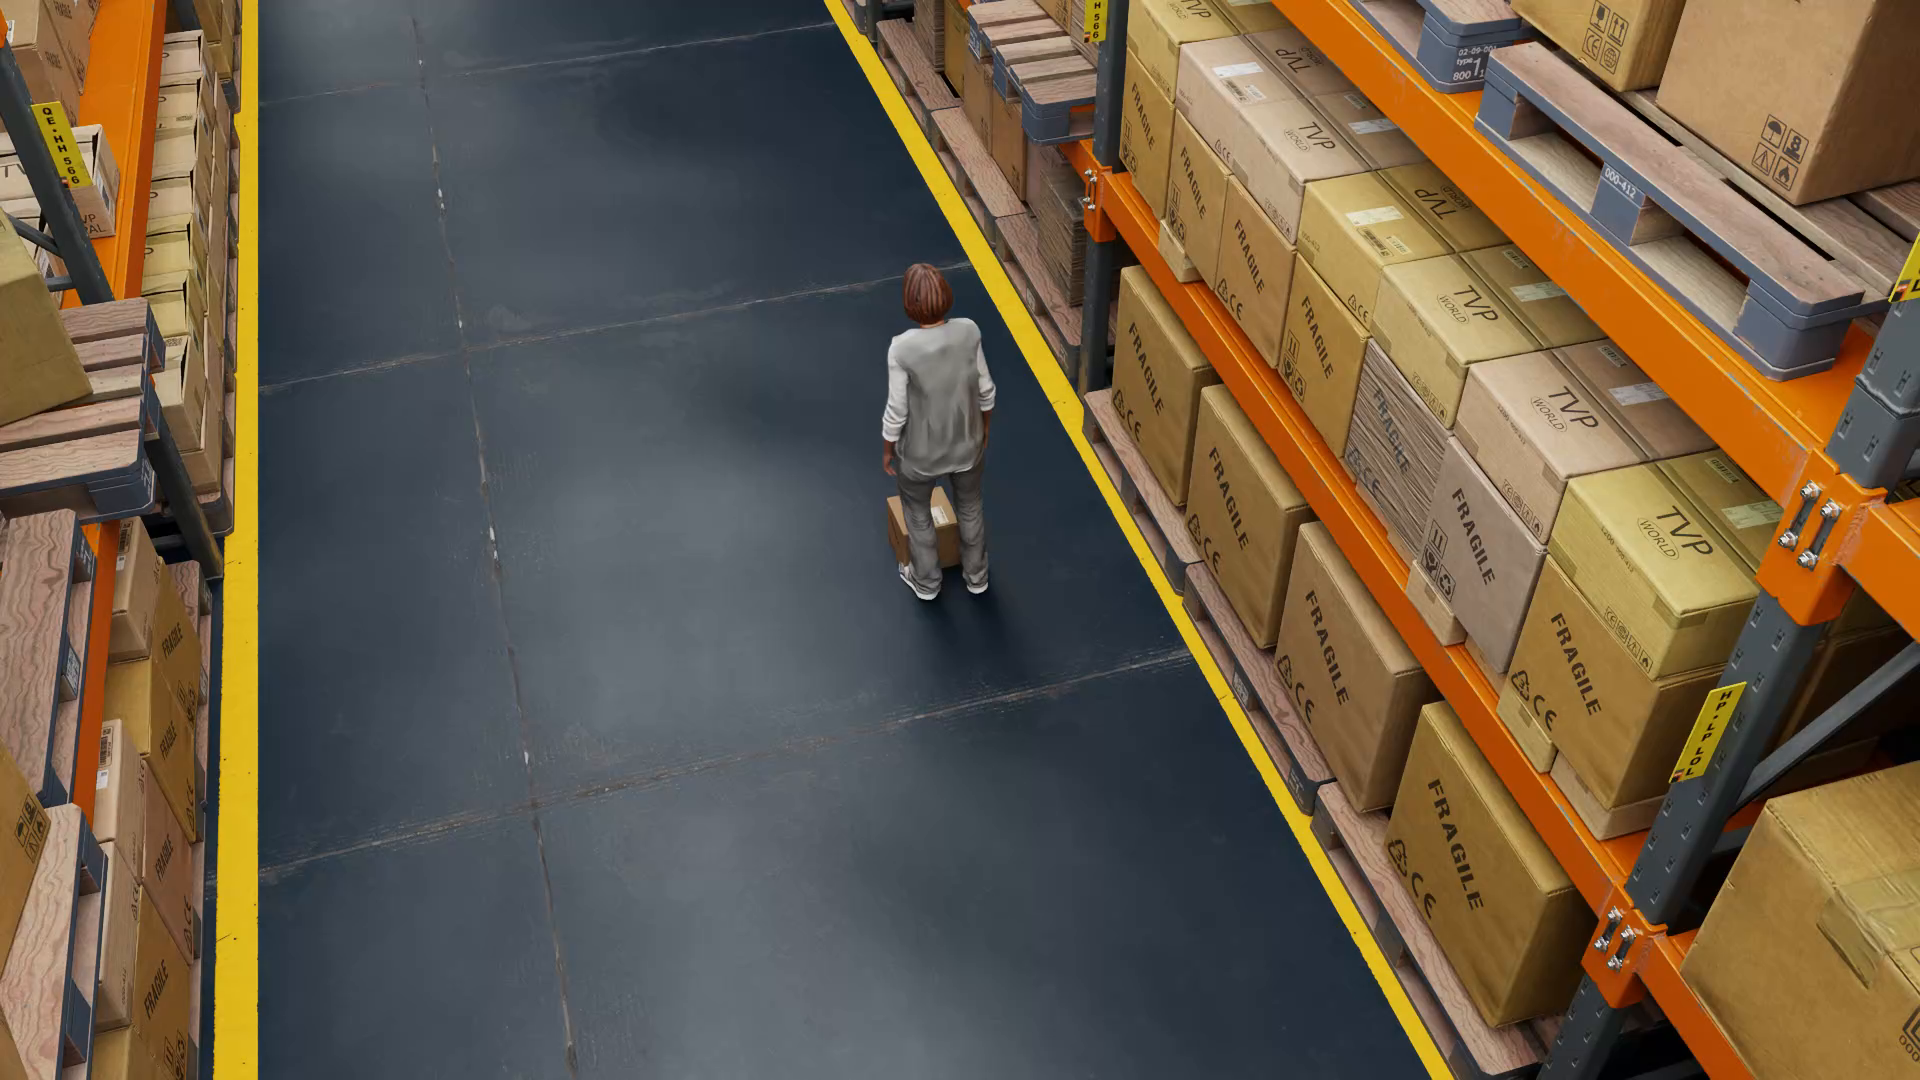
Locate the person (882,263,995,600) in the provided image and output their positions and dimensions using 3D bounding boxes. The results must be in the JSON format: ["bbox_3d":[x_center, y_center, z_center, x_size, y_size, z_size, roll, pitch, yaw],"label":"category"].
[{"bbox_3d":[-0.086,-0.386,6.587,0.481,1.591,0.378,-15,45,-15],"label":"person"}]
